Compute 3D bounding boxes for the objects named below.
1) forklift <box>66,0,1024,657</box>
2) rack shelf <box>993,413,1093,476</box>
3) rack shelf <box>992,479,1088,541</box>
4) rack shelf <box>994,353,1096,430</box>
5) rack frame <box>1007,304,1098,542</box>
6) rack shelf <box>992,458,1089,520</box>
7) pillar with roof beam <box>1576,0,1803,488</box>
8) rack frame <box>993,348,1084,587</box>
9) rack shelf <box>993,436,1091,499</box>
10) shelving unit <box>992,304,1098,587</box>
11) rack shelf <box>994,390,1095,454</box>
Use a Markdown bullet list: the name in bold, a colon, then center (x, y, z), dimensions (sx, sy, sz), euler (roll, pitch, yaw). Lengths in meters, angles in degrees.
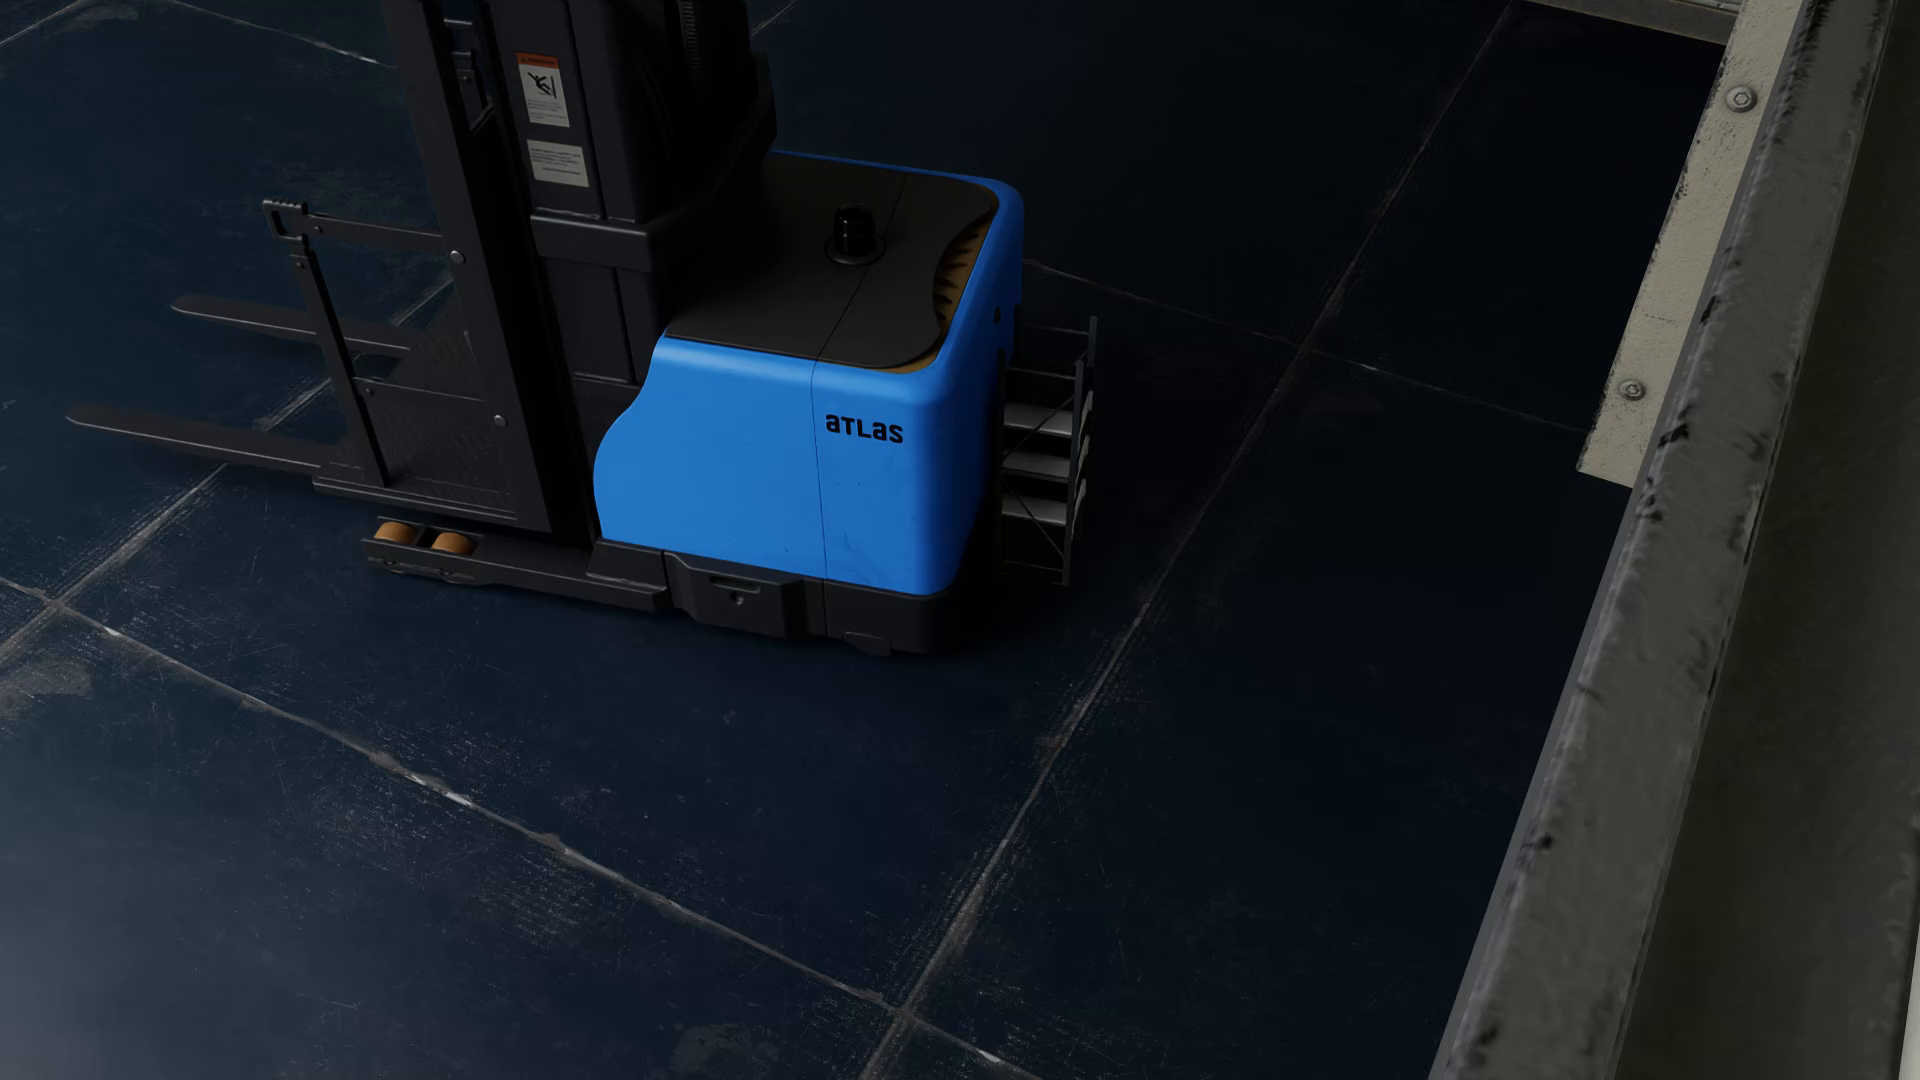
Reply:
- **forklift**: center (-1.373, -1.246, 4.516), dimensions (3.031, 2.935, 1.130), euler (10, 46, 10)
- **rack shelf**: center (0.247, -0.303, 4.932), dimensions (0.258, 0.077, 0.200), euler (10, 46, 10)
- **rack shelf**: center (0.247, -0.113, 5.125), dimensions (0.258, 0.077, 0.200), euler (10, 46, 10)
- **rack shelf**: center (0.248, -0.430, 4.804), dimensions (0.258, 0.077, 0.200), euler (10, 46, 10)
- **rack frame**: center (0.271, -0.334, 5.042), dimensions (0.240, 0.900, 0.006), euler (10, 46, 10)
- **rack shelf**: center (0.247, -0.177, 5.061), dimensions (0.258, 0.077, 0.200), euler (10, 46, 10)
- **pillar with roof beam**: center (-1.521, -4.895, 3.856), dimensions (9.100, 9.000, 0.400), euler (20, 49, 19)
- **rack frame**: center (0.223, -0.193, 4.903), dimensions (0.240, 0.900, 0.006), euler (10, 46, 10)
- **rack shelf**: center (0.247, -0.240, 4.996), dimensions (0.258, 0.077, 0.200), euler (10, 46, 10)
- **shelving unit**: center (0.247, -0.263, 4.973), dimensions (0.258, 0.900, 0.210), euler (10, 46, 10)
- **rack shelf**: center (0.247, -0.366, 4.868), dimensions (0.258, 0.077, 0.200), euler (10, 46, 10)
